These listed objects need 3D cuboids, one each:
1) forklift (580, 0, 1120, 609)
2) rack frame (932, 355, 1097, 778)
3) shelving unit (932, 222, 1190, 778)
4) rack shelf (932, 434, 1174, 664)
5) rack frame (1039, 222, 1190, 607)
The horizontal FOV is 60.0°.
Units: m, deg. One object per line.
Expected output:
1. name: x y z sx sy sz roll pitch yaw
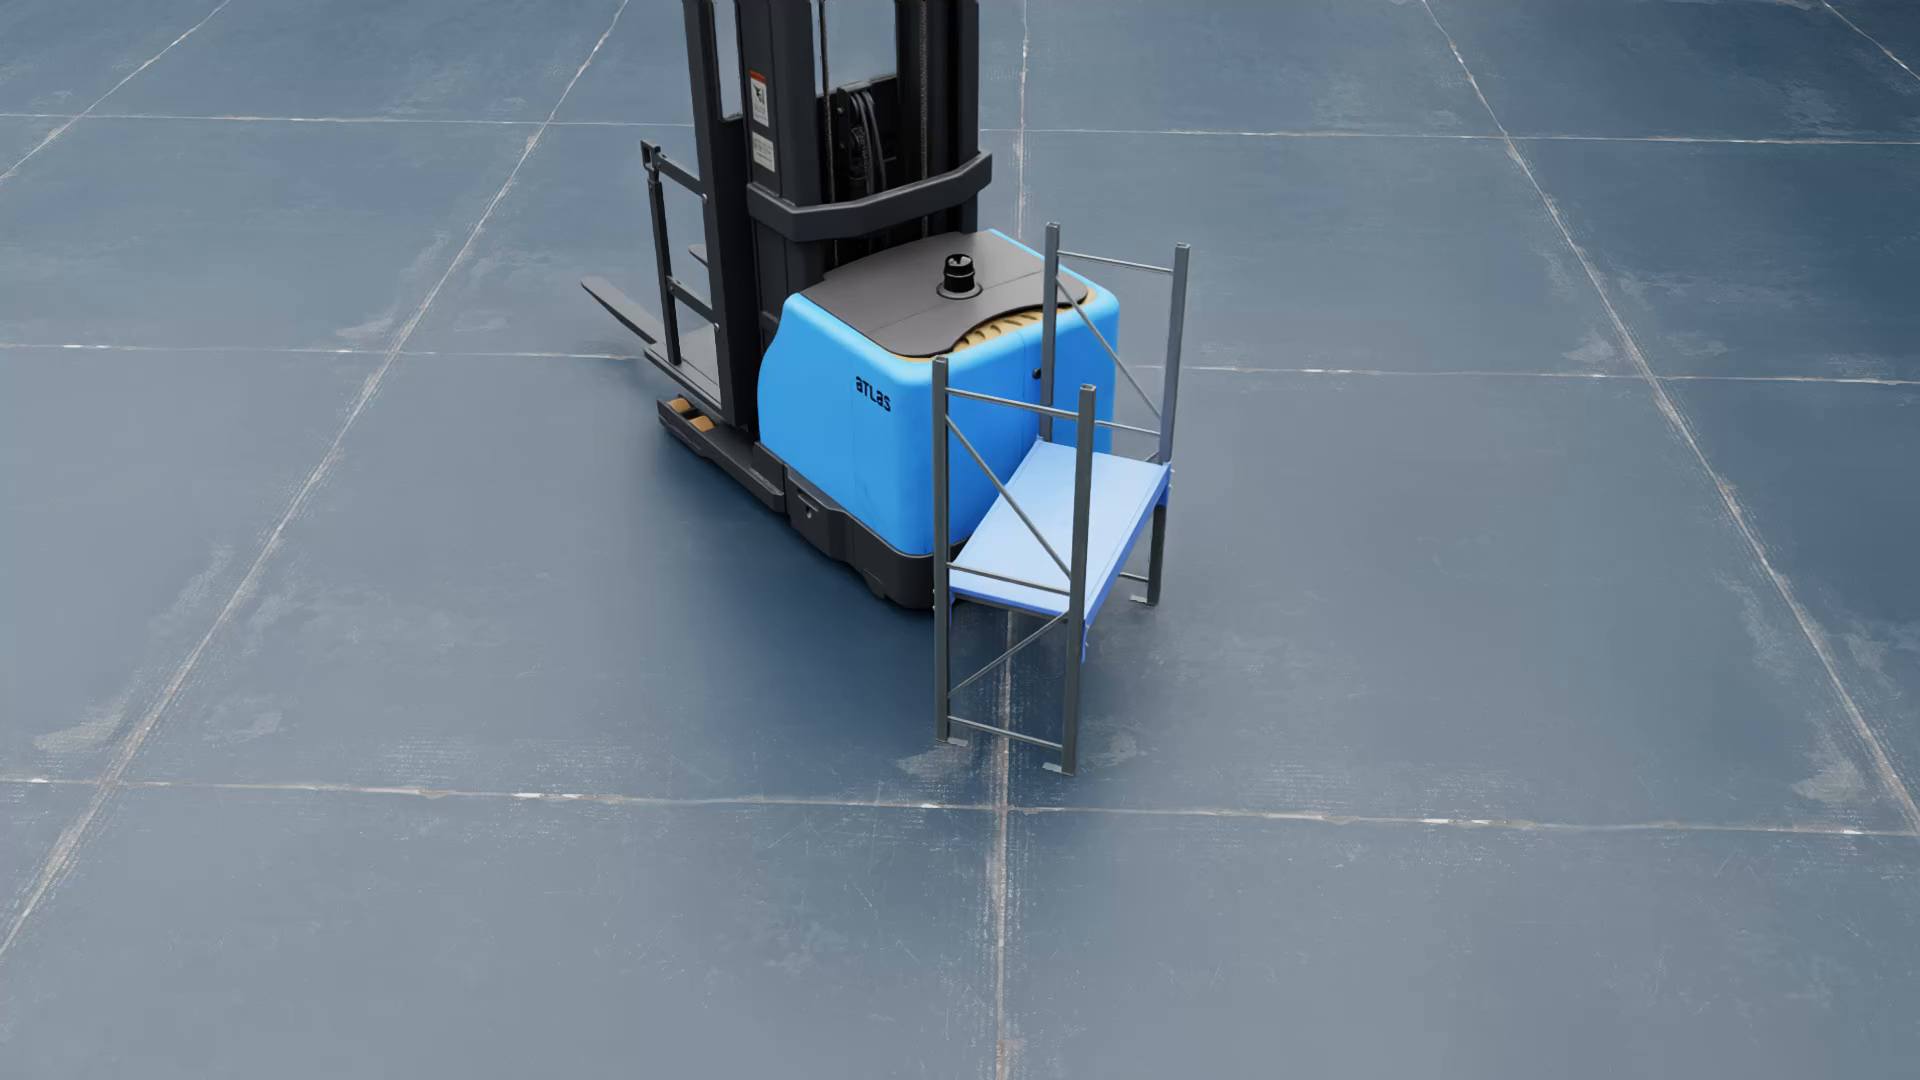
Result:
1. forklift: -0.684 -1.729 6.661 1.130 2.935 3.031 -24 42 -30
2. rack frame: 0.154 0.128 5.264 0.500 1.500 0.032 13 37 18
3. shelving unit: 0.342 -0.144 5.651 0.538 1.500 1.048 13 37 18
4. rack shelf: 0.342 0.003 5.754 0.538 0.185 1.000 13 37 18
5. rack frame: 0.529 -0.416 6.037 0.500 1.500 0.032 13 37 18
